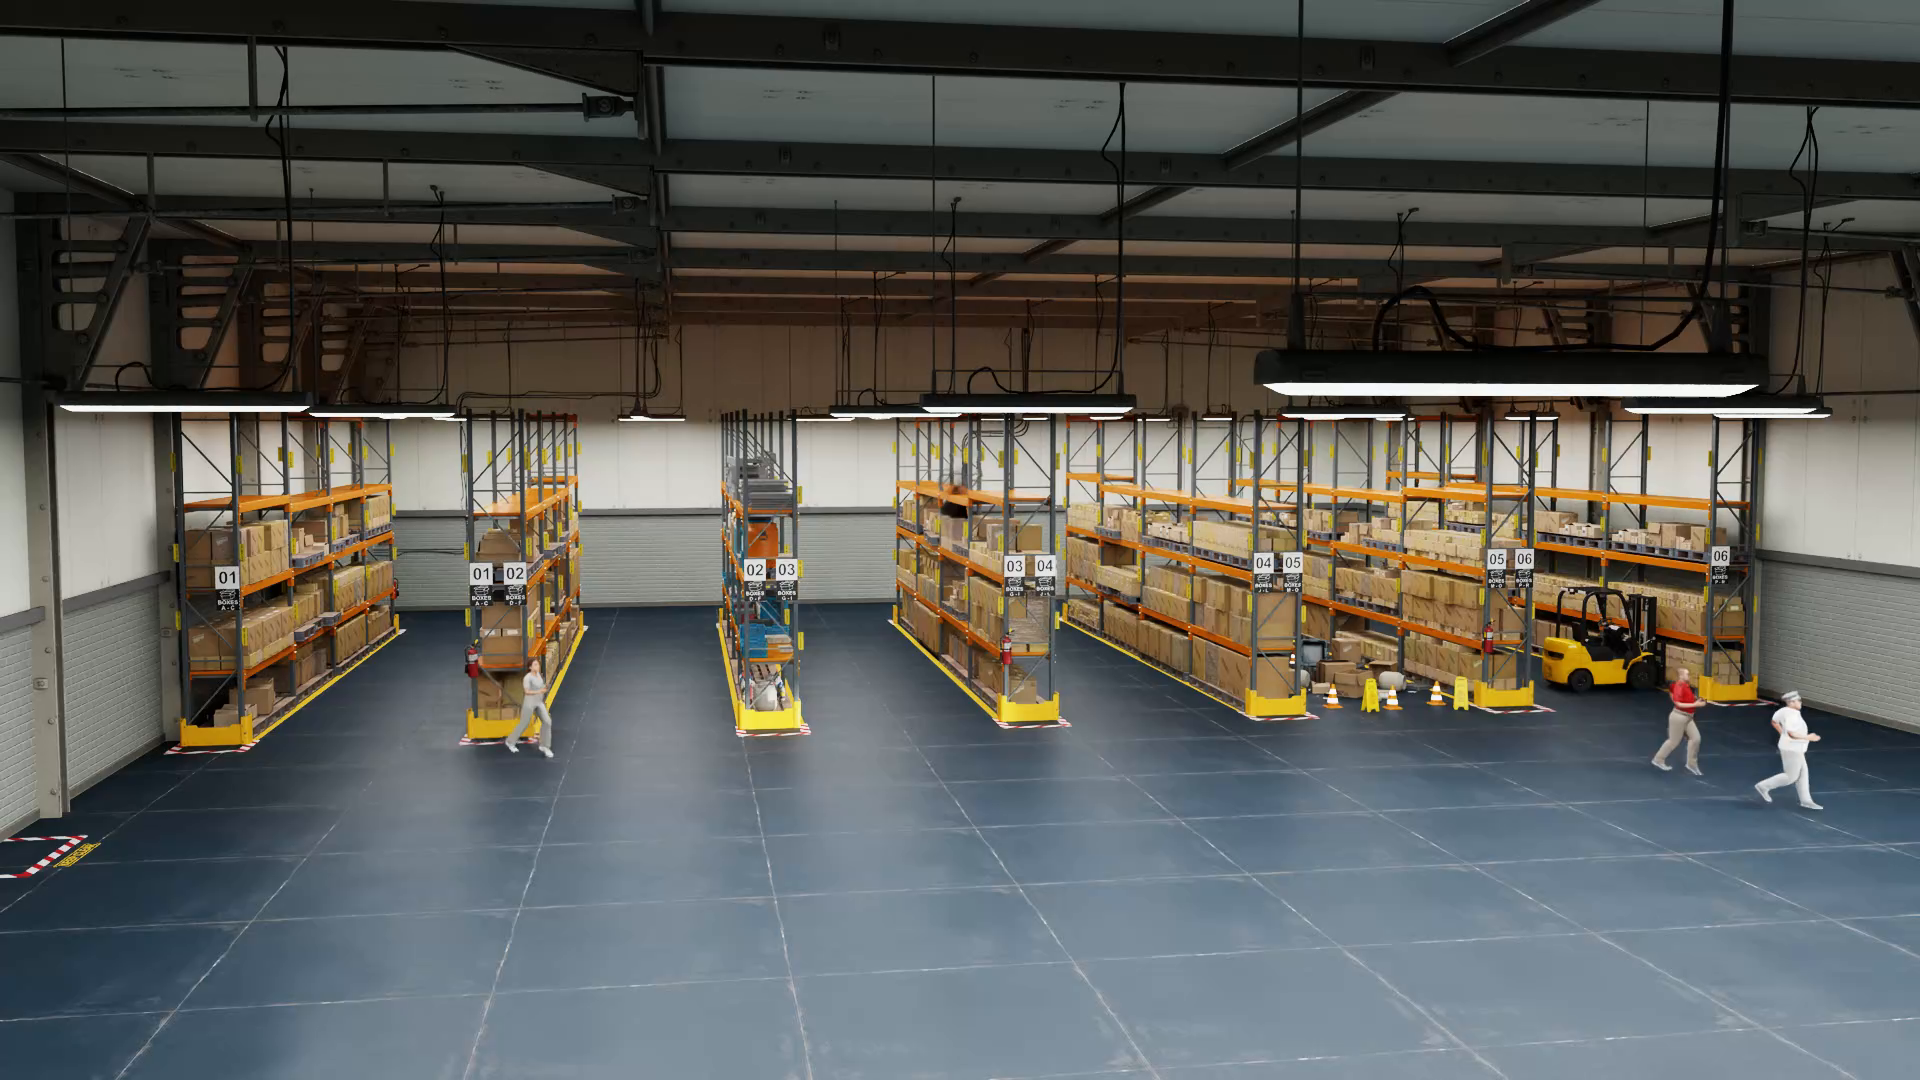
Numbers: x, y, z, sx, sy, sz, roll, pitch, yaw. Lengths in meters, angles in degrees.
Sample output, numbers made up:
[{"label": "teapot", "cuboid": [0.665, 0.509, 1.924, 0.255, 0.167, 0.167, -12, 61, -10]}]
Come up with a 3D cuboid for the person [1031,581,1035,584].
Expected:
[{"label": "person", "cuboid": [1.902, 1.549, 47.739, 0.751, 1.694, 0.555, 1, 4, 8]}]

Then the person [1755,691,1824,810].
[{"label": "person", "cuboid": [12.323, 3.114, 24.668, 0.954, 1.776, 0.664, 1, 4, 20]}]

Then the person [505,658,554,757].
[{"label": "person", "cuboid": [-7.435, 2.884, 28.767, 0.894, 1.712, 0.576, 2, 4, 25]}]

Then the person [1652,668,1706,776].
[{"label": "person", "cuboid": [11.756, 2.978, 27.152, 0.819, 1.801, 0.643, 3, 5, 38]}]
